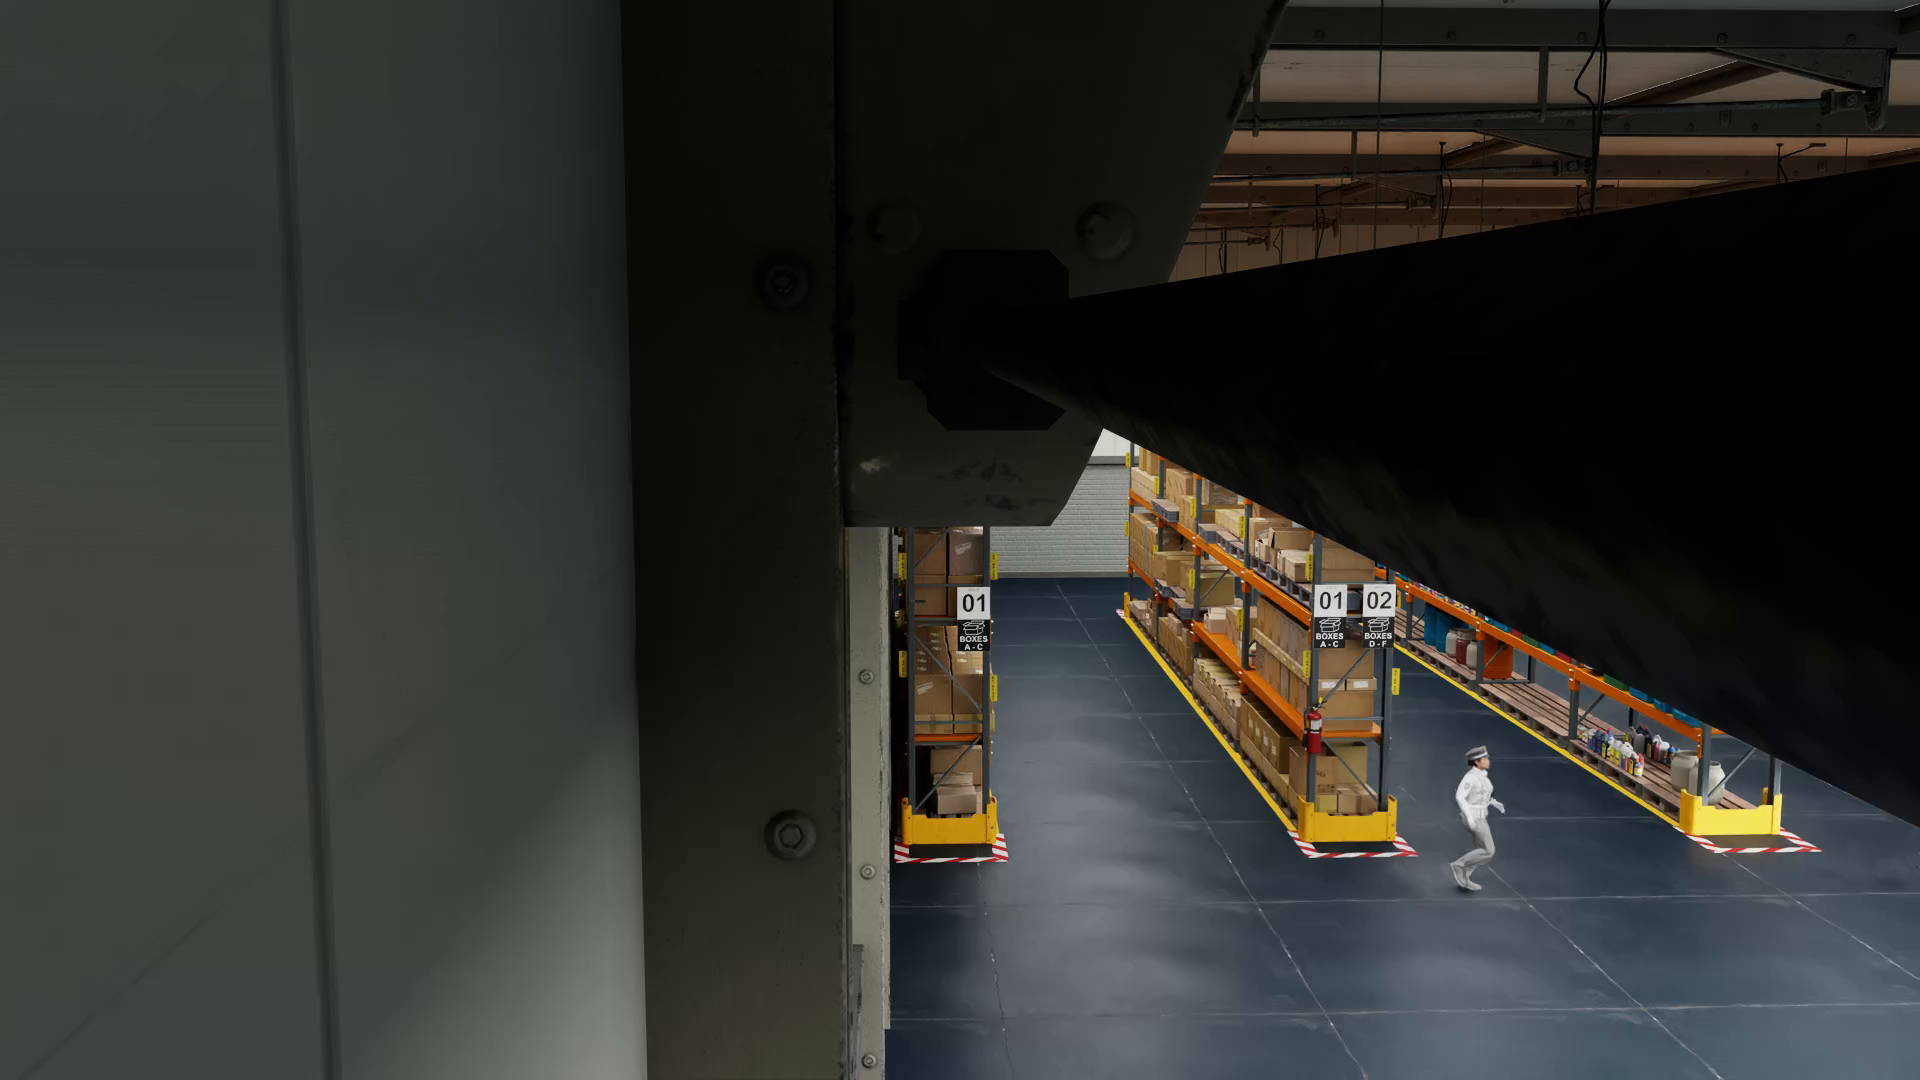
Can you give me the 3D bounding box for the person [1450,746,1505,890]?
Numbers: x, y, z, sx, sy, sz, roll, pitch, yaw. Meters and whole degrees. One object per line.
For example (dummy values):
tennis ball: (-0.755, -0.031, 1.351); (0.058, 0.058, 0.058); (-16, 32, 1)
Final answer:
person: (5.837, 3.125, 18.719); (0.536, 1.659, 0.630); (4, 8, 26)
